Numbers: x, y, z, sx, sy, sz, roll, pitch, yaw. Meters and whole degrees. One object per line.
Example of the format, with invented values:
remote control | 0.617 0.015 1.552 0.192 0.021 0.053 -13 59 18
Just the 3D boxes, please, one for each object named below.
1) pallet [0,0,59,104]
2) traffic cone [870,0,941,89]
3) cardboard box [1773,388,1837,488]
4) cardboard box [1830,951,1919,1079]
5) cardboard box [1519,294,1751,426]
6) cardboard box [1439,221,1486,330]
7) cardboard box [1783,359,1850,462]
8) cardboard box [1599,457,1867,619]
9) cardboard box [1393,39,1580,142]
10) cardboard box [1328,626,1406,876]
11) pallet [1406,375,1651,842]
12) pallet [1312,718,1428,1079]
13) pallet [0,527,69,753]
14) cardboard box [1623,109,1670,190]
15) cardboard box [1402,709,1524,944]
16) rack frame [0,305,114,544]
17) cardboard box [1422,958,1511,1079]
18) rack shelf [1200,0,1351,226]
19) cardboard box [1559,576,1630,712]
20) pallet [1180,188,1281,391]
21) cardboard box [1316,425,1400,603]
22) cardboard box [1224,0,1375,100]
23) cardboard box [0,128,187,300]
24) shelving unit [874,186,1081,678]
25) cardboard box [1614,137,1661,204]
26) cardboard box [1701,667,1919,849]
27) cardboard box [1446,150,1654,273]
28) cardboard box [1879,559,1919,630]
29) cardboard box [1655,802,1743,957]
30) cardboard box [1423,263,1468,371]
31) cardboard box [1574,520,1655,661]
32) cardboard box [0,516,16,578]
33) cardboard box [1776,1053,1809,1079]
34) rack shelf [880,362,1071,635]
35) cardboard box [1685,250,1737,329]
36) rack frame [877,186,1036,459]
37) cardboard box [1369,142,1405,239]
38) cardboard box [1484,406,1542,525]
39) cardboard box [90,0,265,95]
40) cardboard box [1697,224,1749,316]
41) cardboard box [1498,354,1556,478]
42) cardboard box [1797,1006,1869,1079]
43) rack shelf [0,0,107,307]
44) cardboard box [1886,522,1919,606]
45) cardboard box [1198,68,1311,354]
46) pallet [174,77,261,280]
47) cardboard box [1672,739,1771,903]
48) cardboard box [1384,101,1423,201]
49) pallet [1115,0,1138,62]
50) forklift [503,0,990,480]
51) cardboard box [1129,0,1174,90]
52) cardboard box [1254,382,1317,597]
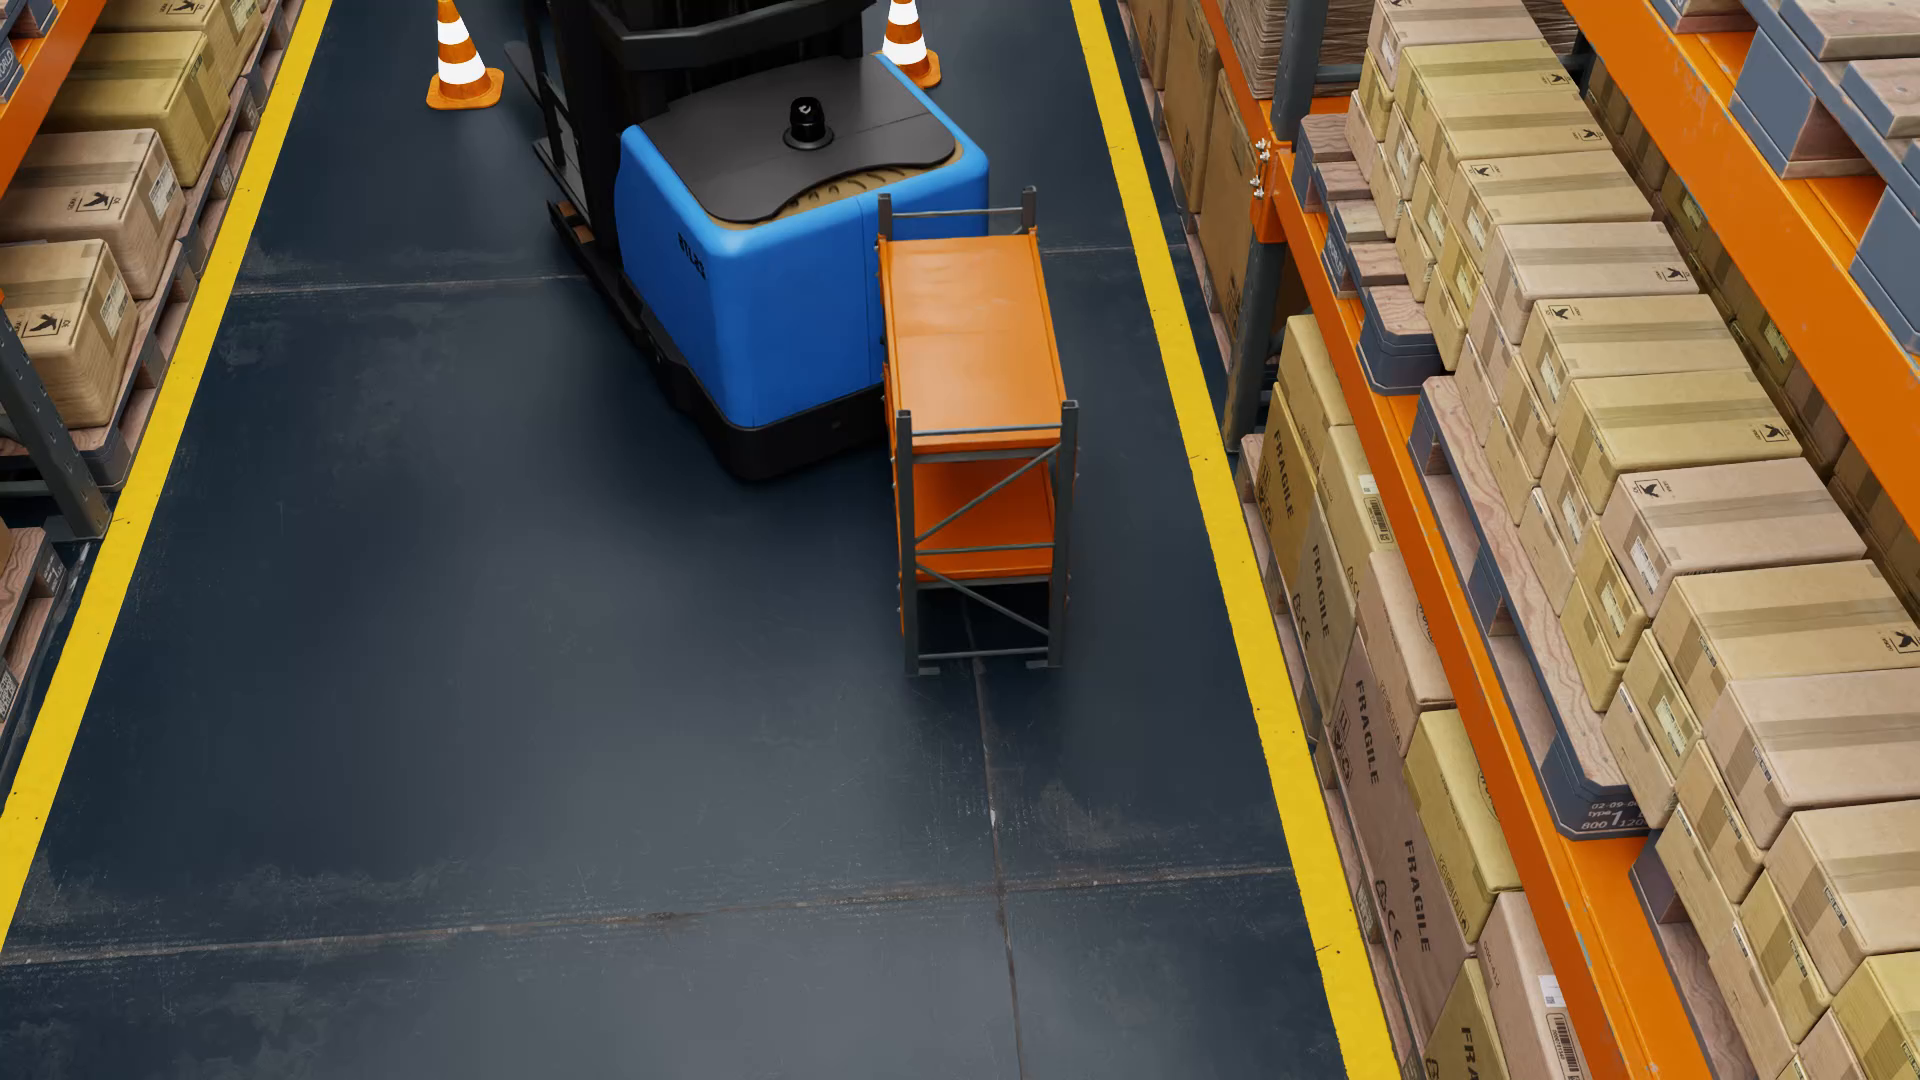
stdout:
pallet | -3.626 -1.485 5.223 1.213 0.211 1.003 -3 47 -3
traffic cone | -0.264 -2.376 7.681 0.336 0.463 0.334 -3 47 -3
cardboard box | 2.065 -0.217 3.773 0.380 0.149 0.250 -2 47 -2
cardboard box | 1.547 0.742 2.455 0.380 0.149 0.250 -5 47 -4
cardboard box | 1.421 -0.382 3.520 0.380 0.149 0.250 -2 47 -2
cardboard box | 1.376 -0.643 3.972 0.380 0.149 0.250 -3 47 -3
cardboard box | 2.069 -0.314 3.660 0.380 0.149 0.250 -2 47 -2
cardboard box | 1.462 -0.006 3.164 0.380 0.149 0.250 -5 47 -5
cardboard box | 1.334 -1.138 4.236 0.380 0.149 0.250 -5 47 -4
cardboard box | 1.362 0.561 4.585 0.500 0.500 0.500 -5 47 -4
pallet | 1.670 0.079 3.741 1.003 0.211 1.213 -3 47 -3
pallet | 1.627 0.989 4.668 1.003 0.211 1.213 -3 47 -3
pallet | -3.470 0.492 5.139 1.003 0.211 1.213 -3 47 -3
cardboard box | 1.983 -1.054 4.361 0.380 0.149 0.250 -2 47 -2
cardboard box | 1.396 0.657 3.977 0.500 0.250 0.500 -5 47 -5
rack frame | -3.461 -1.042 4.671 1.000 3.000 0.127 -3 47 -3
cardboard box | 1.443 1.302 3.884 0.500 0.500 0.500 -4 47 -4
rack shelf | 1.296 -2.616 6.657 1.077 0.370 4.000 -3 47 -3
cardboard box | 1.456 0.202 3.376 0.380 0.149 0.250 -2 47 -2
pallet | 1.473 -1.032 6.582 1.003 0.211 1.213 -3 47 -3
cardboard box | 1.323 -0.079 4.674 0.500 0.250 0.500 -4 47 -4
cardboard box | 1.158 -1.760 5.282 0.500 0.500 0.500 -3 47 -3
cardboard box | -3.568 -1.226 6.366 0.950 0.372 0.625 -4 47 -4
shelving unit | 0.032 -0.340 5.297 0.538 1.125 1.048 -3 47 -3
cardboard box | 1.982 -0.966 4.482 0.380 0.149 0.250 -4 47 -3
cardboard box | 1.505 0.365 2.812 0.380 0.149 0.250 -4 47 -3
cardboard box | 1.372 -0.769 3.886 0.380 0.149 0.250 -5 47 -5
cardboard box | 2.109 0.162 3.414 0.380 0.149 0.250 -4 47 -4
cardboard box | 1.506 0.595 3.005 0.380 0.149 0.250 -6 47 -5
cardboard box | 1.370 -0.554 4.092 0.380 0.149 0.250 -2 47 -1
cardboard box | 1.454 0.088 3.280 0.380 0.149 0.250 -3 47 -3
cardboard box | -3.485 0.049 4.812 0.875 0.875 0.875 -4 47 -4
cardboard box | 1.545 0.956 2.662 0.380 0.149 0.250 -3 47 -3
rack shelf | 0.032 -0.172 5.474 0.538 0.278 1.000 -3 47 -3
cardboard box | 2.021 -0.599 4.135 0.380 0.149 0.250 -4 47 -4
rack frame | -0.009 -0.707 5.645 0.500 1.125 0.032 -3 47 -3
cardboard box | 1.322 -0.944 4.462 0.380 0.149 0.250 -1 47 -1
cardboard box | 1.413 -0.179 3.737 0.380 0.149 0.250 -3 47 -3
cardboard box | -3.685 -2.278 7.362 0.950 0.372 0.625 -1 47 -1
cardboard box | 2.028 -0.683 4.009 0.380 0.149 0.250 -3 47 -3
cardboard box | 1.413 -0.283 3.631 0.380 0.149 0.250 -4 47 -4
cardboard box | 1.545 0.851 2.557 0.380 0.149 0.250 -3 47 -3
rack shelf | -3.628 -2.242 6.303 1.077 0.370 4.000 -3 47 -3
cardboard box | 2.109 0.055 3.310 0.380 0.149 0.250 -4 47 -4
cardboard box | 1.502 -1.233 6.112 1.050 0.750 0.750 -4 47 -4
pallet | -3.623 -1.530 7.053 1.003 0.211 1.213 -3 47 -3
cardboard box | 1.500 0.474 2.914 0.380 0.149 0.250 -5 47 -5
cardboard box | 1.329 -1.019 4.328 0.380 0.149 0.250 -1 47 -1
pallet | 1.268 -2.798 8.254 1.003 0.211 1.213 -3 47 -3
forklift | -1.048 -2.284 5.895 1.130 2.935 3.031 -22 50 -20
cardboard box | 1.347 -2.539 7.349 1.050 0.750 0.750 -3 47 -3
cardboard box | 1.269 -0.174 5.281 0.500 0.500 0.500 -5 47 -5
